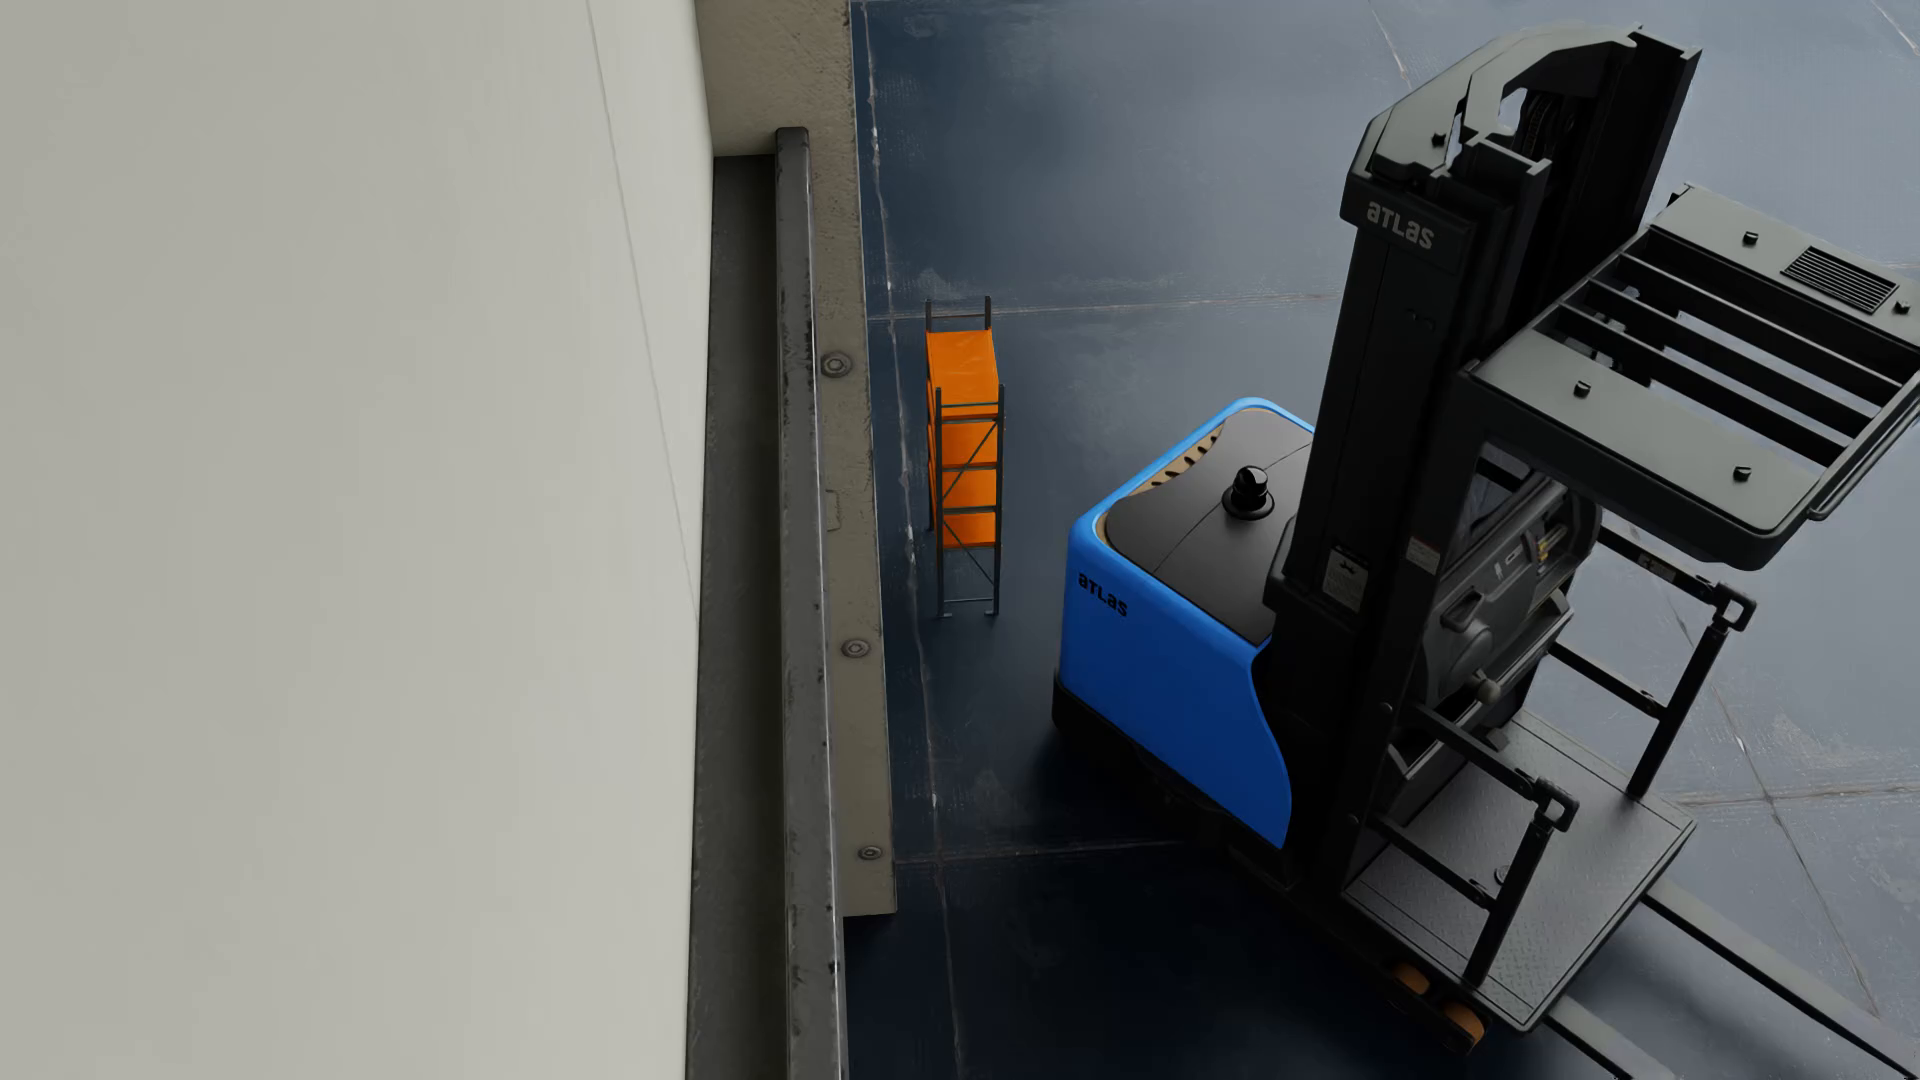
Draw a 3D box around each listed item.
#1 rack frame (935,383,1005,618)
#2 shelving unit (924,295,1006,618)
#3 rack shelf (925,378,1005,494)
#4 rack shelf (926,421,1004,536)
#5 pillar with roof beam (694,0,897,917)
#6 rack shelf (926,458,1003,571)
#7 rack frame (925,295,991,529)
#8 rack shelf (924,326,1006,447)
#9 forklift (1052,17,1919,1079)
[{"bbox_3d":[0.034,-0.116,6.170,0.240,1.200,0.015,-3,47,-3],"label":"rack frame"},{"bbox_3d":[0.014,-0.293,6.337,0.258,1.200,0.503,-3,47,-3],"label":"shelving unit"},{"bbox_3d":[0.014,-0.400,6.224,0.258,0.148,0.480,-3,47,-3],"label":"rack shelf"},{"bbox_3d":[0.014,-0.247,6.386,0.258,0.148,0.480,-3,47,-3],"label":"rack shelf"},{"bbox_3d":[3.906,-2.218,2.789,9.100,9.000,0.400,-3,47,-3],"label":"pillar with roof beam"},{"bbox_3d":[0.014,-0.110,6.530,0.258,0.148,0.480,-3,47,-3],"label":"rack shelf"},{"bbox_3d":[-0.007,-0.469,6.505,0.240,1.200,0.015,-3,47,-3],"label":"rack frame"},{"bbox_3d":[0.014,-0.563,6.052,0.258,0.148,0.480,-3,47,-3],"label":"rack shelf"},{"bbox_3d":[1.739,0.199,4.679,3.031,2.935,1.130,36,56,29],"label":"forklift"}]
